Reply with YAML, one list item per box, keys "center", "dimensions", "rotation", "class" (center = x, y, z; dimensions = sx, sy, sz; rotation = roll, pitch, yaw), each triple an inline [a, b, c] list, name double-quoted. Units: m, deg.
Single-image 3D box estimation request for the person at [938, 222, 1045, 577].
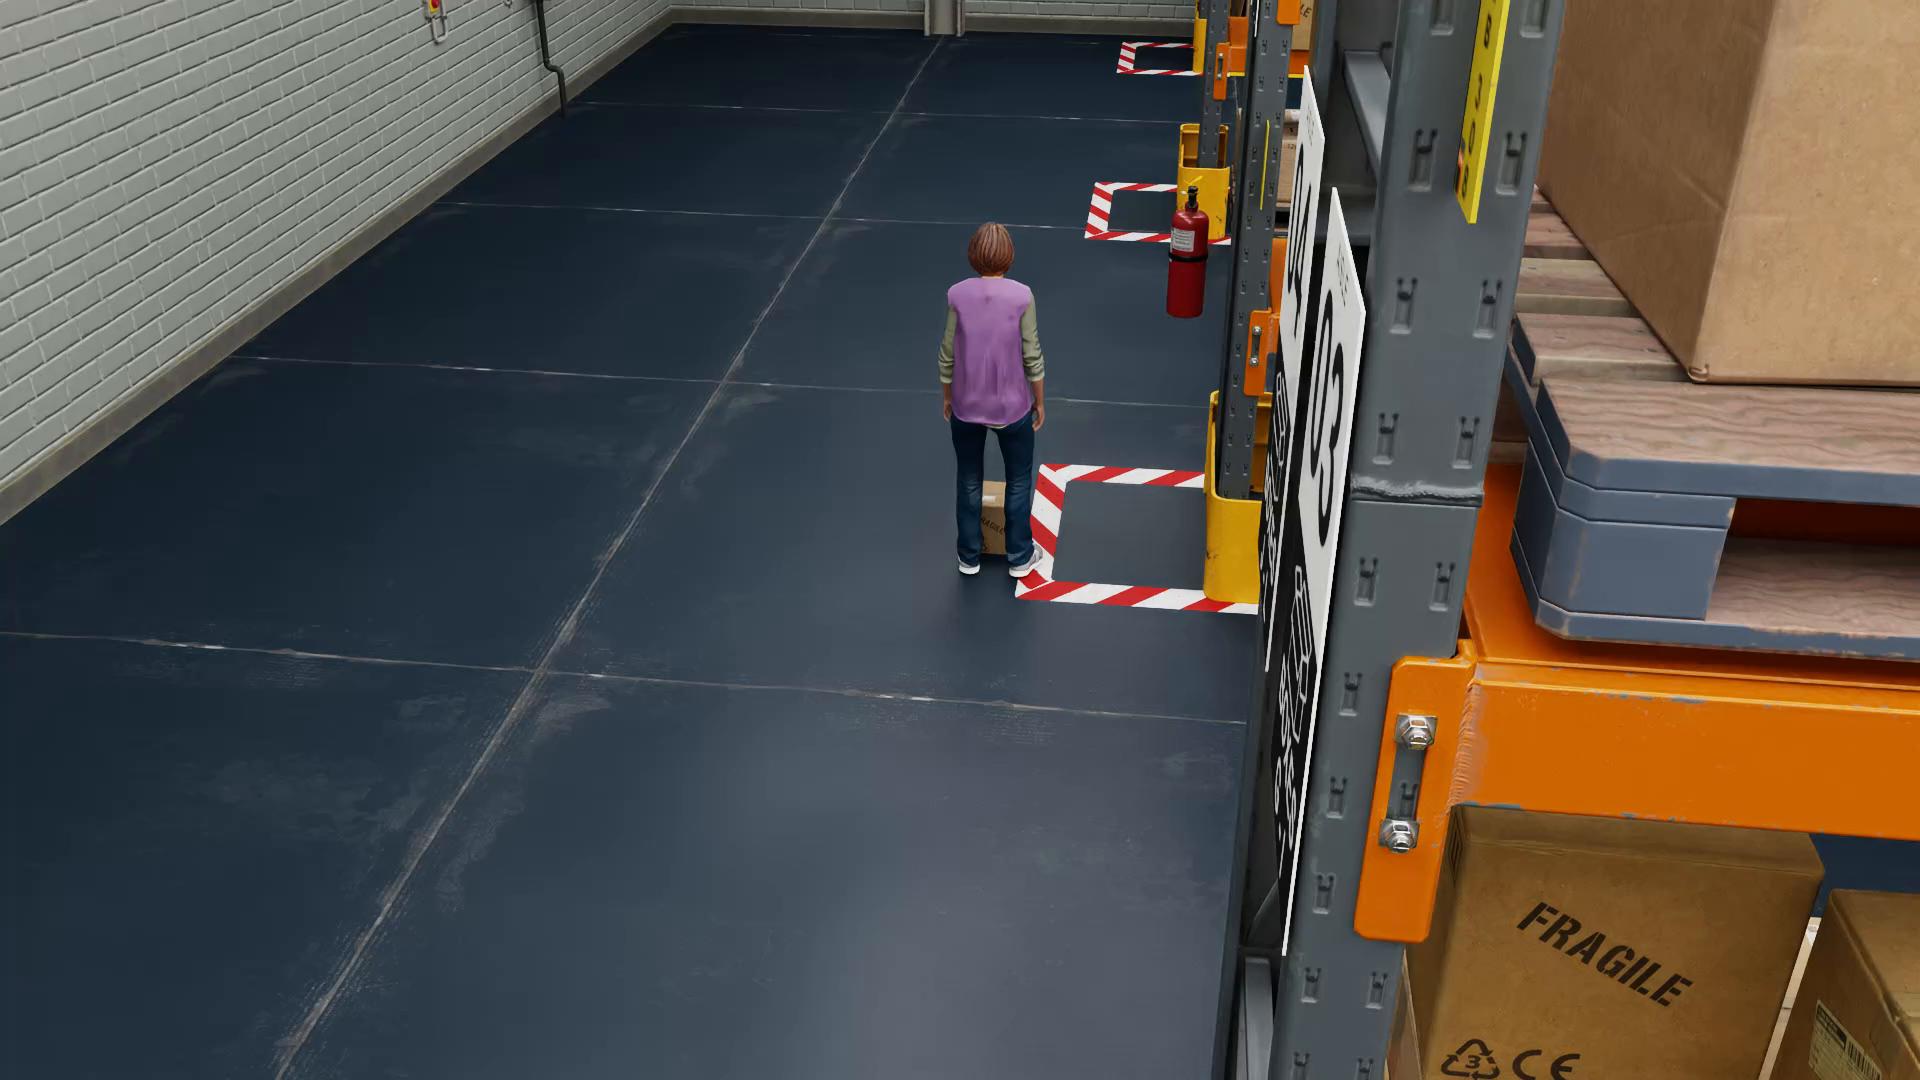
- center: [0.137, -0.574, 7.180]
  dimensions: [0.459, 1.593, 0.348]
  rotation: [5, 29, 9]
  class: "person"
